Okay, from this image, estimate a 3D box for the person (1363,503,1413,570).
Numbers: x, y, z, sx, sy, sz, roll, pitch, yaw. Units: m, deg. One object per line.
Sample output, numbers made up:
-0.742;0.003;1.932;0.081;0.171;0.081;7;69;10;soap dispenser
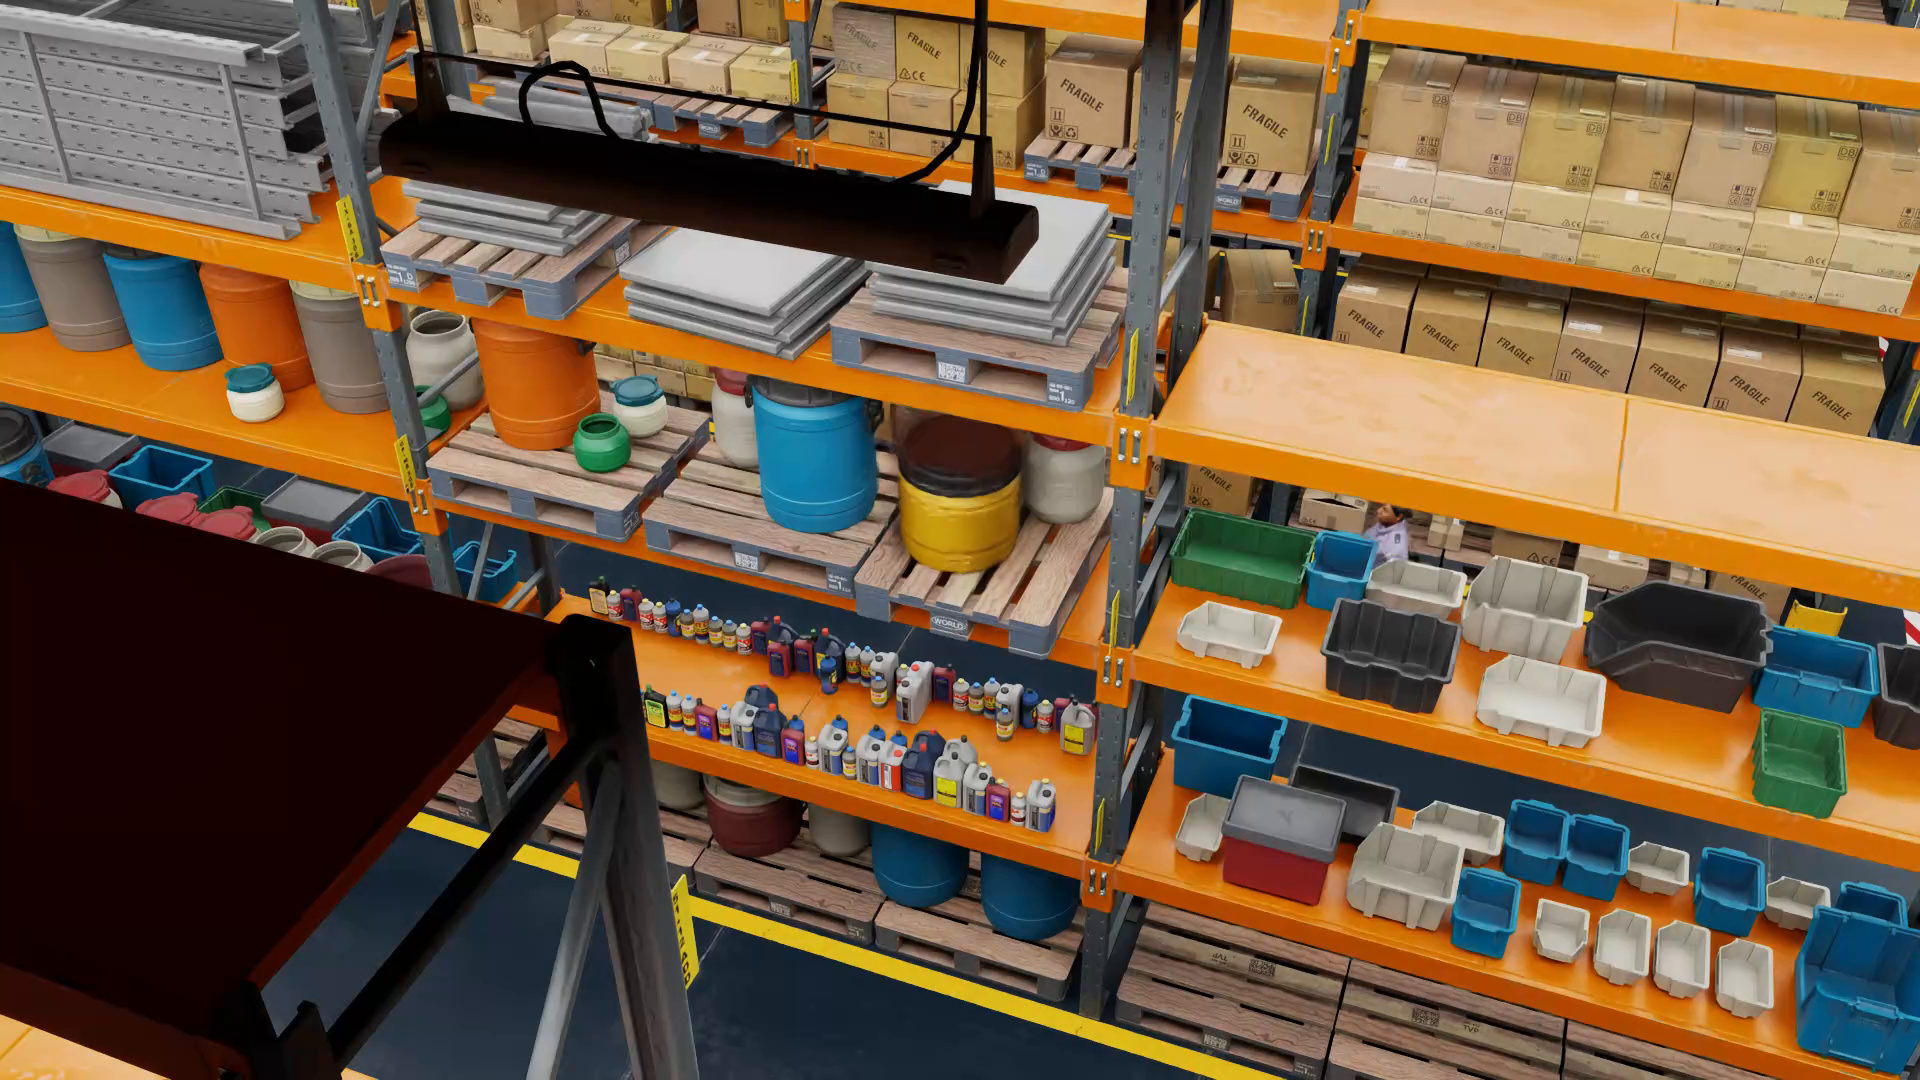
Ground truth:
2.934;0.299;11.485;1.043;1.320;0.472;12;38;16;person
